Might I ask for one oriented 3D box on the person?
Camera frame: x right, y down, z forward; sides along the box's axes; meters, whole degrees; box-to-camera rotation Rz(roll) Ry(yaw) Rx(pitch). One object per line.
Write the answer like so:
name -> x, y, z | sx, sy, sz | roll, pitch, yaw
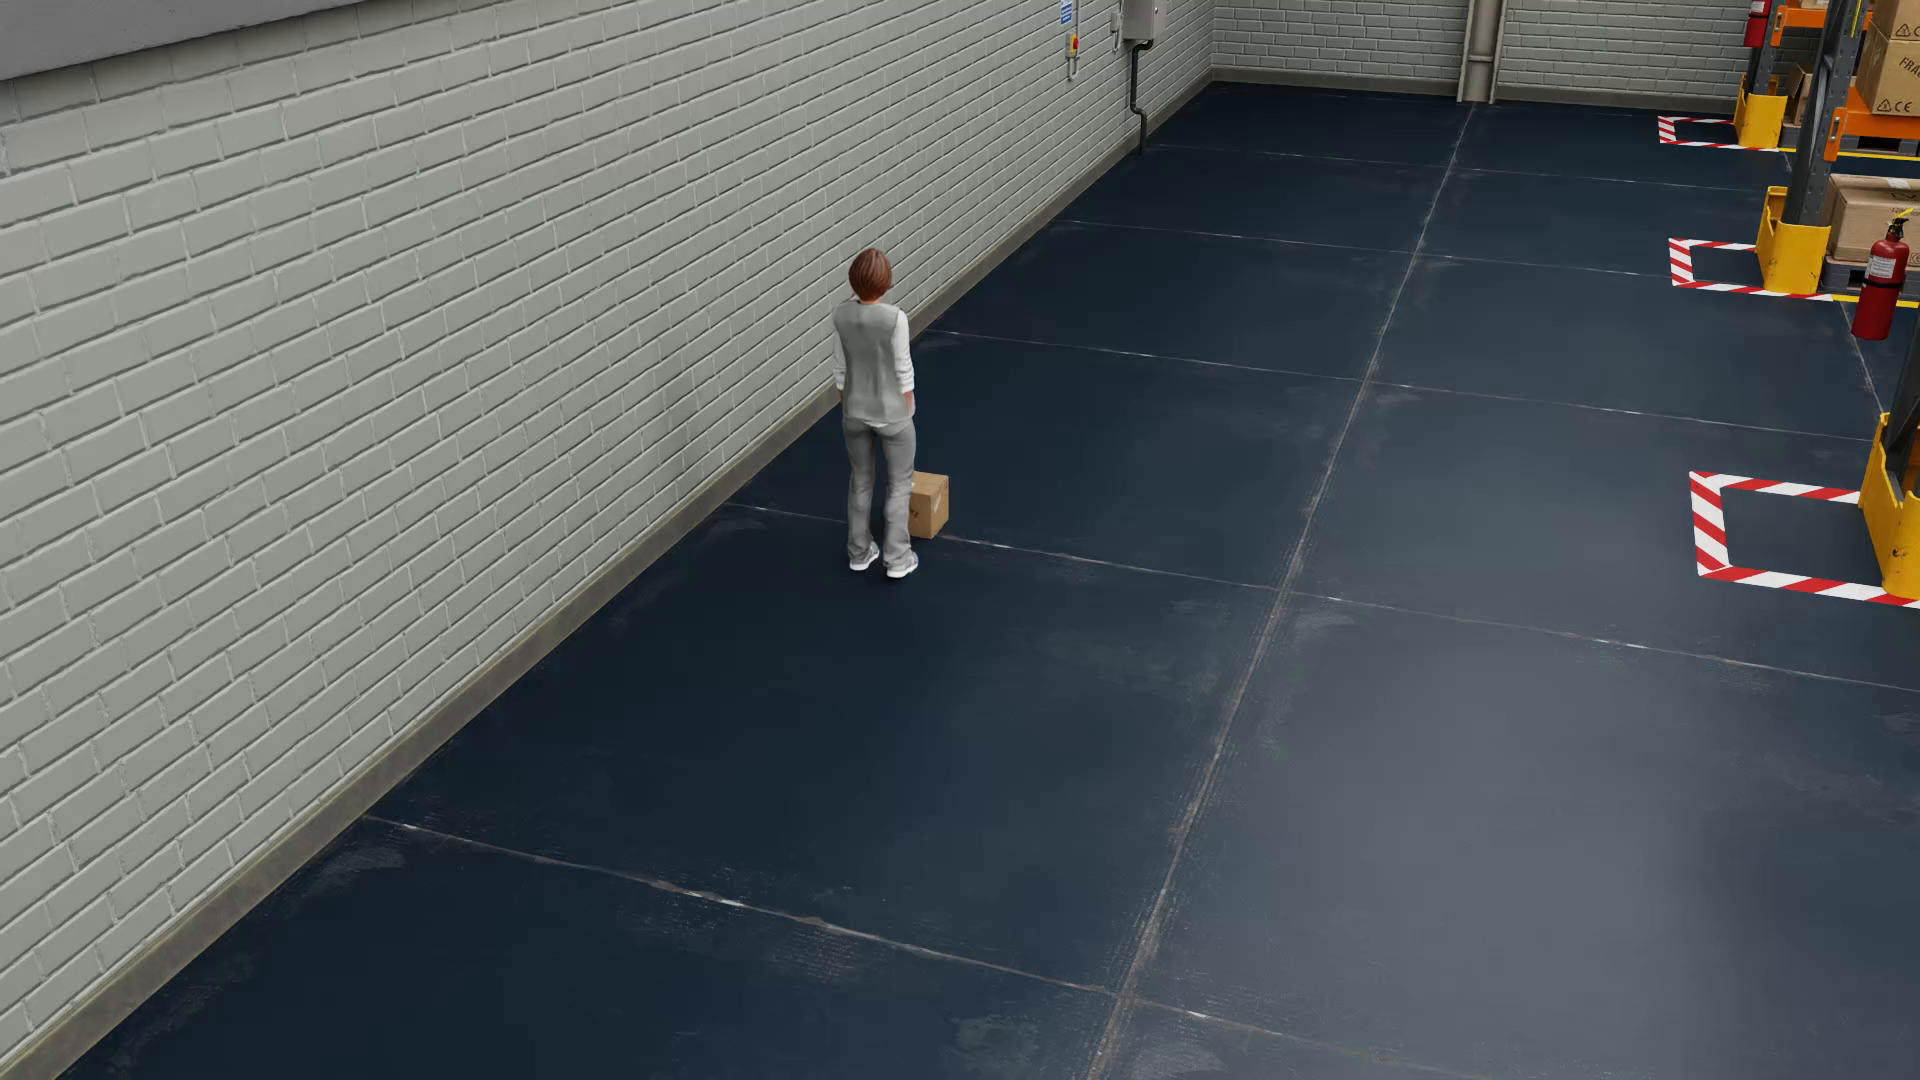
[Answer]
person -> -0.404, -0.580, 7.834 | 0.407, 1.592, 0.300 | 9, 28, 18
